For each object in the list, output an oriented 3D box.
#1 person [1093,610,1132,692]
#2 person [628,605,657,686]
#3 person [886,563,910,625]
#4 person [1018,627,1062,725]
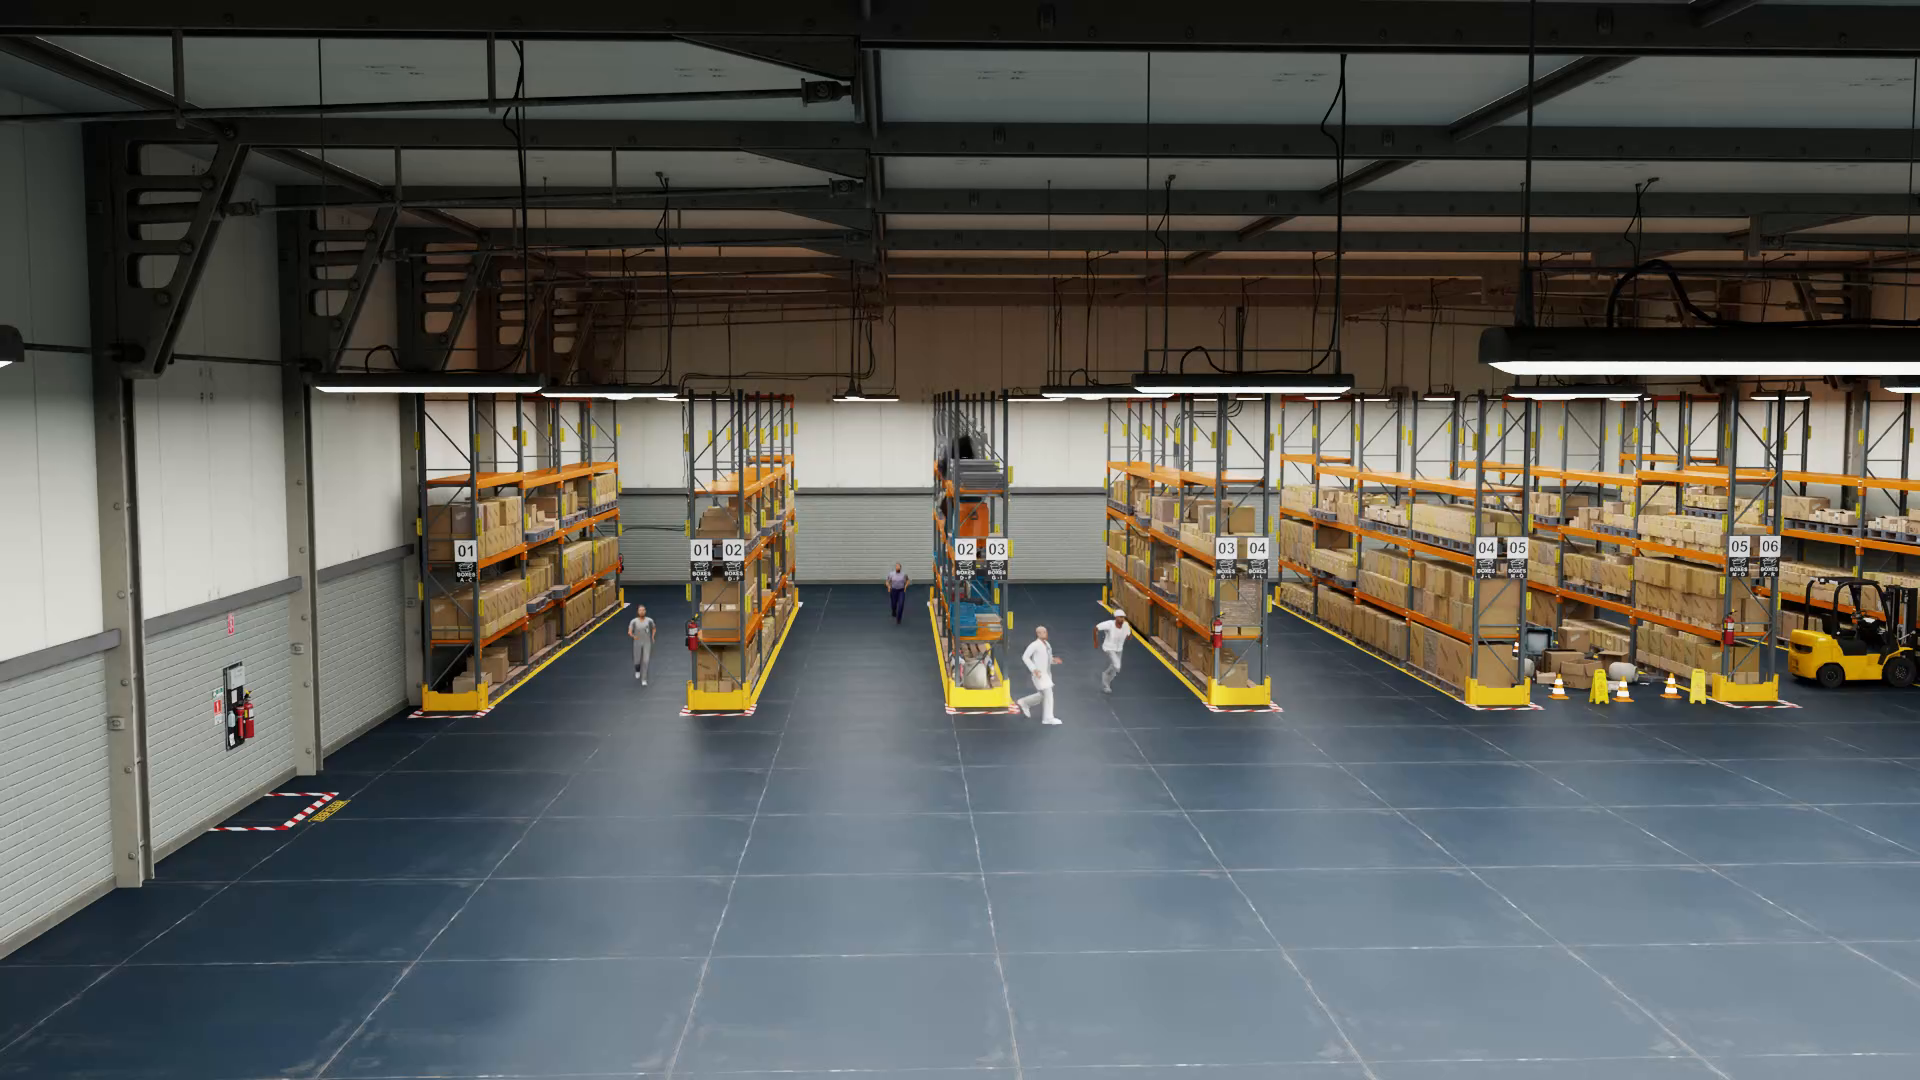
[{"bbox_3d":[3.060,2.196,32.893,0.684,1.680,0.777,-3,6,-34],"label":"person"},{"bbox_3d":[-6.482,2.136,33.992,0.573,1.628,0.758,-1,5,-15],"label":"person"},{"bbox_3d":[-1.622,1.399,43.536,0.618,1.627,0.616,0,5,-4],"label":"person"},{"bbox_3d":[1.413,2.414,29.757,0.884,1.750,0.711,2,5,27],"label":"person"}]
